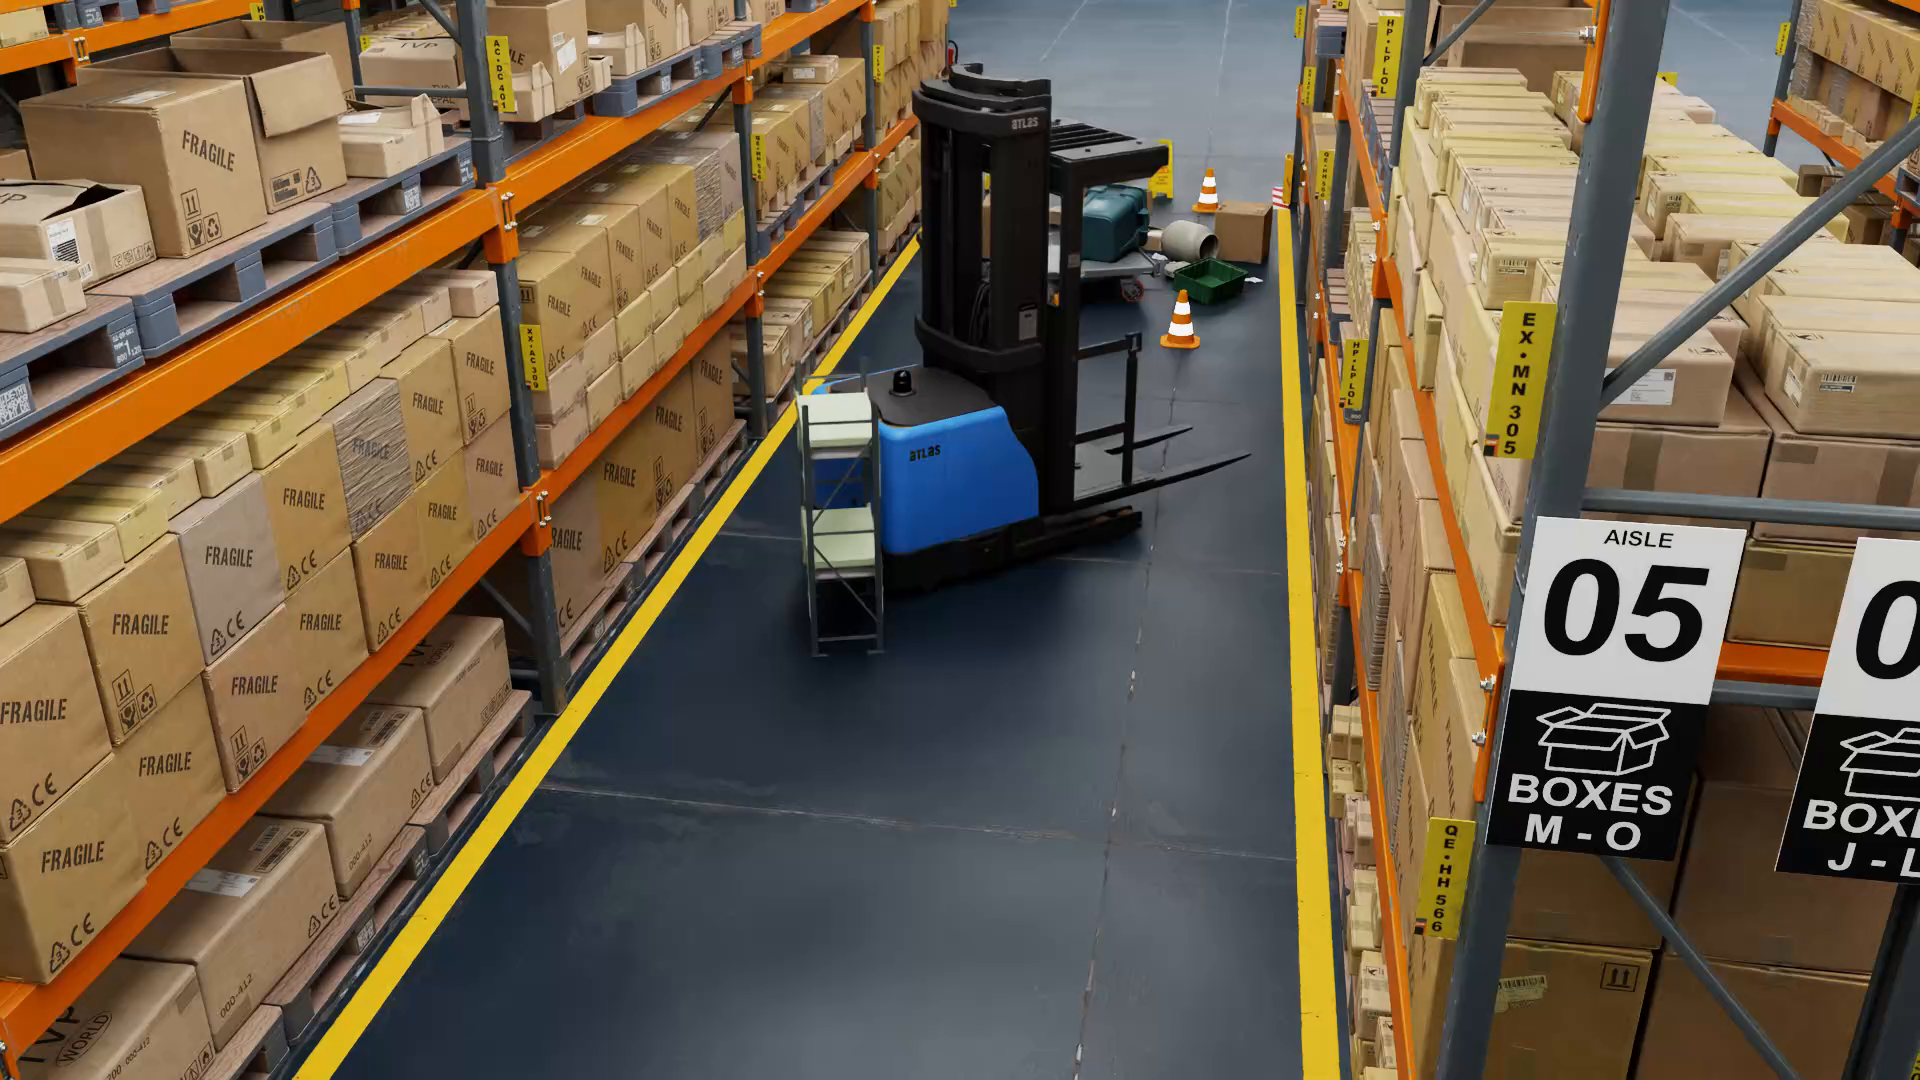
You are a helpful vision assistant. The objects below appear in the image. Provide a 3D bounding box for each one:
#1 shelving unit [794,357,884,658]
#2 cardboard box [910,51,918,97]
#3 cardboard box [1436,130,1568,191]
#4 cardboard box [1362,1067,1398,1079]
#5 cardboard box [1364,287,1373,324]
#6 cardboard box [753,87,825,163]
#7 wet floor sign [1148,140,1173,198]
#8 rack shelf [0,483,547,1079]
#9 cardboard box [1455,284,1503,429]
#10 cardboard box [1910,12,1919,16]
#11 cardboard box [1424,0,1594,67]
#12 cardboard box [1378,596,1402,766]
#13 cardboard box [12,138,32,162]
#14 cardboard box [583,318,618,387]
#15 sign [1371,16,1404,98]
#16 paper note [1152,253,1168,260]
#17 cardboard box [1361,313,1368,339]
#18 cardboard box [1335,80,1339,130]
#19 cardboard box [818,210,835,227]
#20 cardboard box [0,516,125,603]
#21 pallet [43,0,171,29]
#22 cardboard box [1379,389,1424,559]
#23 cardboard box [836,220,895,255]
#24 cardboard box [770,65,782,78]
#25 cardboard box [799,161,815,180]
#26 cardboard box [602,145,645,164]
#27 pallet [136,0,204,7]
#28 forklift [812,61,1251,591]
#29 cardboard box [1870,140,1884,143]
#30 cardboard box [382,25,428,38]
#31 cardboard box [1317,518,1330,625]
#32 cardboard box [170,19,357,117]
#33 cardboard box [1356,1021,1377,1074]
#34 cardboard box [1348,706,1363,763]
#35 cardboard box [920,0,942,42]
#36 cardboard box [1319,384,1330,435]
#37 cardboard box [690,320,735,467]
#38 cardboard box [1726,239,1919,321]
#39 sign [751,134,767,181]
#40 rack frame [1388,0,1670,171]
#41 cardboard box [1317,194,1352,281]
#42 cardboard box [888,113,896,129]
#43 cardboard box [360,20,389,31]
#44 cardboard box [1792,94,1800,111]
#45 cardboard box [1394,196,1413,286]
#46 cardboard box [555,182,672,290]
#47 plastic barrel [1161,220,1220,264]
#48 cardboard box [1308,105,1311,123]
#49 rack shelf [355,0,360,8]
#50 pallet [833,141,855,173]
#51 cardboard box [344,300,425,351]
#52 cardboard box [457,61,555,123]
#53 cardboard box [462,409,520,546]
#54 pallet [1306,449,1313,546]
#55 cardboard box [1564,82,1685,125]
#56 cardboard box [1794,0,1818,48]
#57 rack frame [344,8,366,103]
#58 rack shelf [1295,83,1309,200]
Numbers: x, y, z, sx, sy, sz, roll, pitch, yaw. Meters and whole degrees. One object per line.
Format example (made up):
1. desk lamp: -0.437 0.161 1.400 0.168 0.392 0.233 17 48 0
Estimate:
1. shelving unit: -0.683 -0.189 9.385 0.431 1.500 0.755 -3 25 -7
2. cardboard box: -0.721 -4.806 17.010 0.500 0.500 0.500 4 25 9
3. cardboard box: 1.759 -1.227 5.413 0.380 0.149 0.250 5 26 11
4. cardboard box: 1.506 1.866 5.391 0.380 0.149 0.250 3 25 7
5. cardboard box: 2.395 -1.253 8.989 0.380 0.149 0.250 3 25 6
6. cardboard box: -1.389 -3.347 13.398 0.500 0.500 0.500 3 25 7
7. wet floor sign: 2.320 -4.283 19.139 0.267 0.644 0.232 0 25 -1
8. rack shelf: -2.919 0.680 6.607 1.077 0.370 4.000 4 25 9
9. cardboard box: 1.561 -0.449 4.221 0.500 0.250 0.500 3 25 7
10. cardboard box: 9.050 -4.573 15.333 0.500 0.500 0.500 4 25 9
11. cardboard box: 2.690 -2.414 8.213 0.797 0.503 0.637 4 25 8
12. cardboard box: 1.728 0.470 5.738 0.500 0.500 0.500 5 26 11
13. cardboard box: -6.982 -2.986 12.708 0.380 0.149 0.250 5 26 10
14. cardboard box: -2.184 -1.025 8.988 0.500 0.250 0.500 4 25 9
15. sign: 1.760 -1.989 6.849 0.100 0.325 0.005 4 25 9
16. paper note: 2.032 -2.874 16.862 0.172 0.023 0.155 13 28 26
17. cardboard box: 2.390 -1.124 9.063 0.380 0.149 0.250 4 25 9
18. cardboard box: 3.458 -3.602 13.609 0.700 0.500 0.500 4 25 8
19. cardboard box: -1.453 -3.378 16.292 0.500 0.500 0.500 4 25 8
20. cardboard box: -2.786 0.055 5.033 0.380 0.149 0.250 5 26 10
21. pallet: -6.813 -4.060 12.570 1.213 0.211 1.003 5 26 11
22. cardboard box: 1.811 -0.216 6.024 0.500 0.500 0.500 4 25 9
23. cardboard box: -0.922 -3.001 16.370 0.500 0.250 0.500 3 25 6
24. cardboard box: -1.725 -3.812 14.392 0.500 0.500 0.500 4 25 9
25. cardboard box: -1.390 -3.027 13.479 0.380 0.149 0.250 5 26 10
26. cardboard box: -2.332 -2.255 10.733 0.500 0.500 0.500 4 25 9
27. pallet: -6.633 -4.528 13.570 1.003 0.211 1.213 5 26 11
28. forklift: 0.578 -1.485 10.466 3.031 2.935 1.130 -16 29 -30
29. cardboard box: 8.490 -3.550 15.091 0.380 0.149 0.250 4 25 9
30. cardboard box: -5.692 -5.190 17.067 0.380 0.149 0.250 4 25 8
31. cardboard box: 2.265 0.219 9.197 0.500 0.500 0.500 3 25 7
32. cardboard box: -2.895 -1.890 6.979 0.500 0.500 0.500 4 25 9
33. cardboard box: 1.614 1.783 5.920 0.380 0.149 0.250 4 25 9
34. cardboard box: 1.944 0.891 7.473 0.380 0.149 0.250 5 26 11
35. cardboard box: -0.571 -5.473 17.256 0.700 0.500 0.500 4 25 8
36. cardboard box: 2.527 -0.768 10.421 0.500 0.250 0.500 4 25 8
37. cardboard box: -2.133 -1.100 11.572 0.875 0.875 0.875 4 25 8
38. cardboard box: 2.148 -0.641 4.160 0.380 0.149 0.250 4 25 9
39. sign: -1.390 -2.642 11.490 0.100 0.325 0.005 4 25 9
40. rack frame: 2.308 -2.898 6.327 1.000 3.000 0.127 4 25 9
41. cardboard box: 2.770 -2.106 11.594 0.500 0.500 0.500 4 25 9
42. cardboard box: -0.838 -4.147 16.367 0.380 0.149 0.250 5 26 10
43. cardboard box: -6.187 -5.332 17.368 0.380 0.149 0.250 4 25 8
44. cardboard box: 8.804 -4.494 17.110 0.380 0.149 0.250 4 25 9
45. cardboard box: 1.899 -1.086 6.171 0.500 0.250 0.500 4 25 8
46. cardboard box: -2.018 -1.785 9.728 0.500 0.500 0.500 4 25 8
47. plastic barrel: 2.287 -2.941 16.534 0.421 0.421 0.512 -20 32 -36
48. cardboard box: 3.924 -4.428 16.495 0.875 0.550 0.500 4 25 9
49. rack shelf: -5.855 -6.039 17.424 1.077 0.370 4.000 4 25 9
50. pallet: -1.553 -3.431 14.768 1.003 0.211 1.213 4 25 9
51. cardboard box: -2.529 -0.917 7.107 0.380 0.149 0.250 4 25 9
52. cardboard box: -2.165 -2.155 7.940 0.396 0.266 0.258 4 25 8
53. cardboard box: -2.416 -0.315 7.768 0.500 0.500 0.500 4 25 9
54. pallet: 2.833 -0.264 11.066 1.003 0.211 1.213 4 25 9
55. cardboard box: 2.493 -1.618 6.246 0.380 0.149 0.250 5 25 10
56. cardboard box: 8.787 -5.236 16.749 0.500 0.500 0.500 4 25 9
57. rack frame: -6.182 -4.170 16.121 1.000 3.000 0.127 4 25 9
58. rack shelf: 3.942 -4.038 16.686 1.077 0.370 4.000 4 25 9
